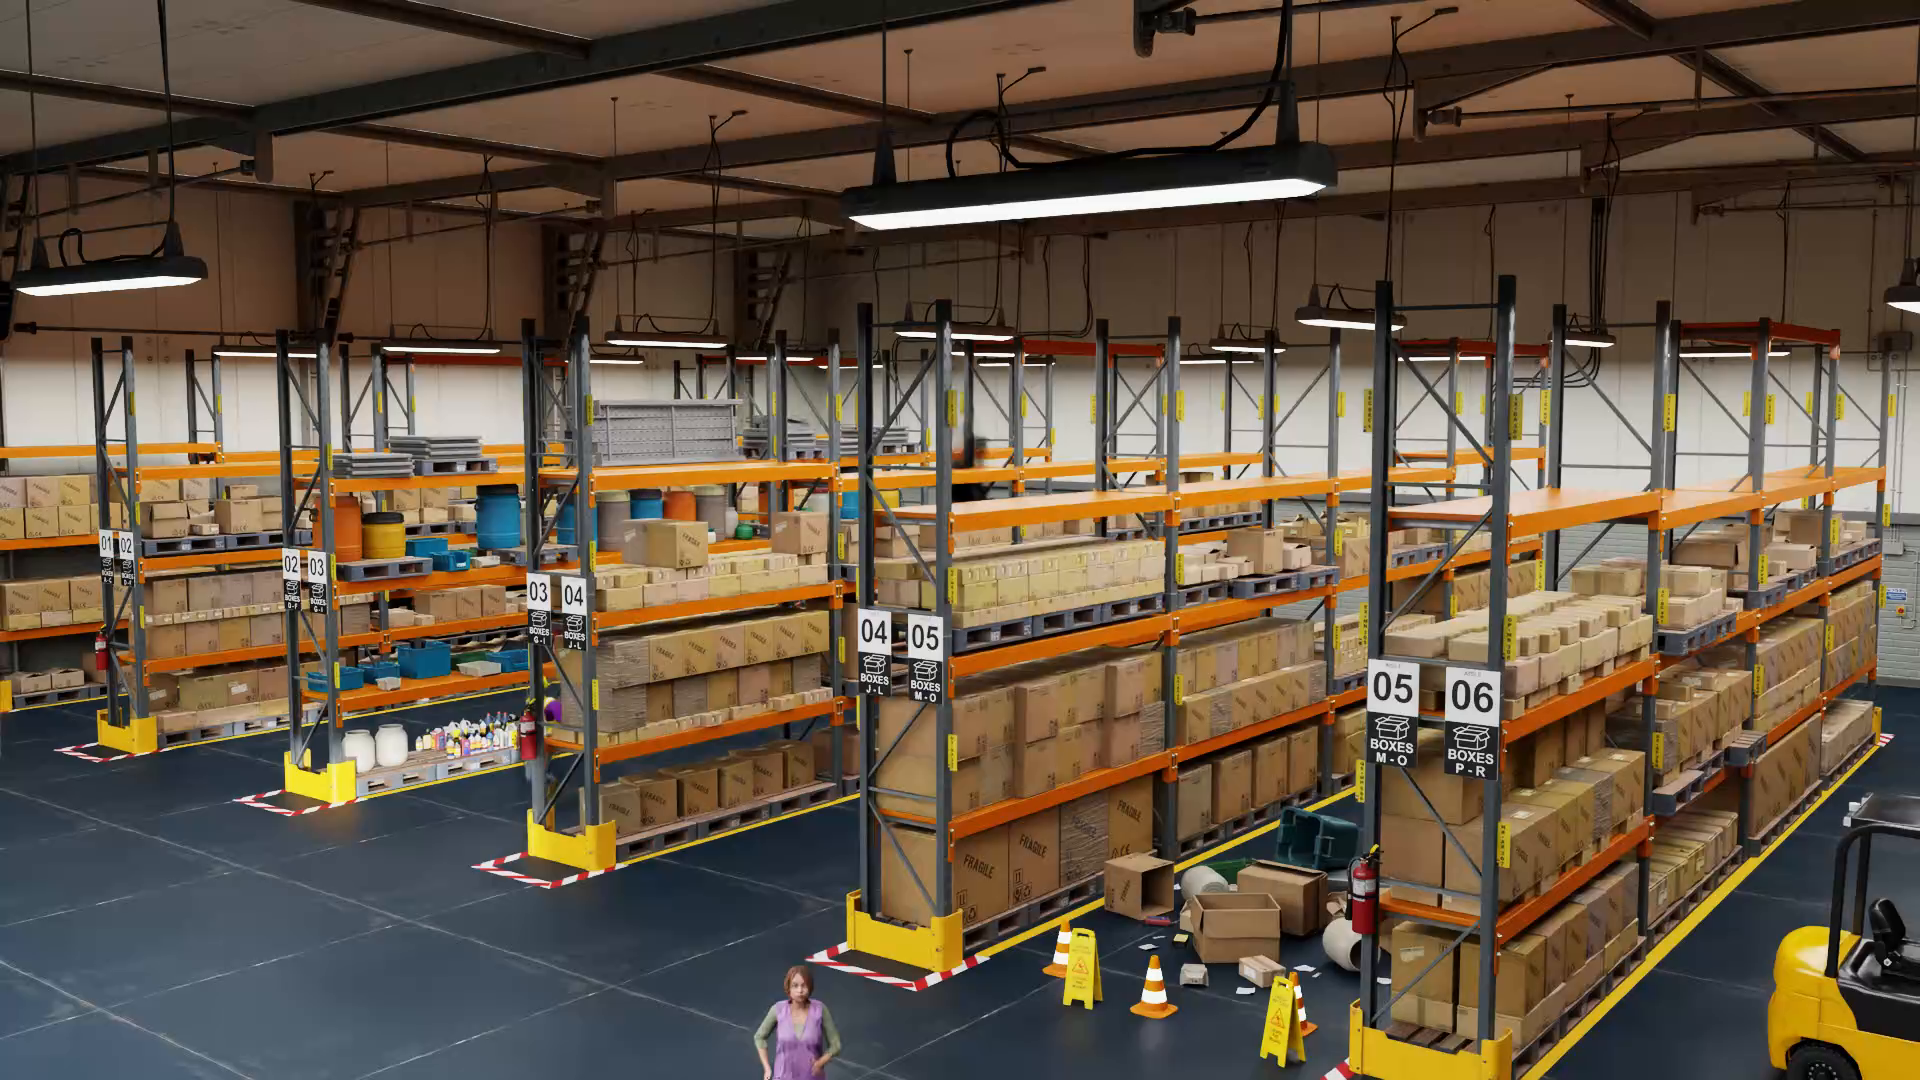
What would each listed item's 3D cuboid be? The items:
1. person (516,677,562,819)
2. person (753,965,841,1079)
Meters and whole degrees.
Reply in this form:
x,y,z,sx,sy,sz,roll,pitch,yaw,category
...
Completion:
x,y,z,sx,sy,sz,roll,pitch,yaw,category
-5.117,2.527,20.514,0.700,1.743,0.684,3,6,28,person
-1.025,3.470,10.543,0.548,1.555,0.794,-1,5,-10,person
